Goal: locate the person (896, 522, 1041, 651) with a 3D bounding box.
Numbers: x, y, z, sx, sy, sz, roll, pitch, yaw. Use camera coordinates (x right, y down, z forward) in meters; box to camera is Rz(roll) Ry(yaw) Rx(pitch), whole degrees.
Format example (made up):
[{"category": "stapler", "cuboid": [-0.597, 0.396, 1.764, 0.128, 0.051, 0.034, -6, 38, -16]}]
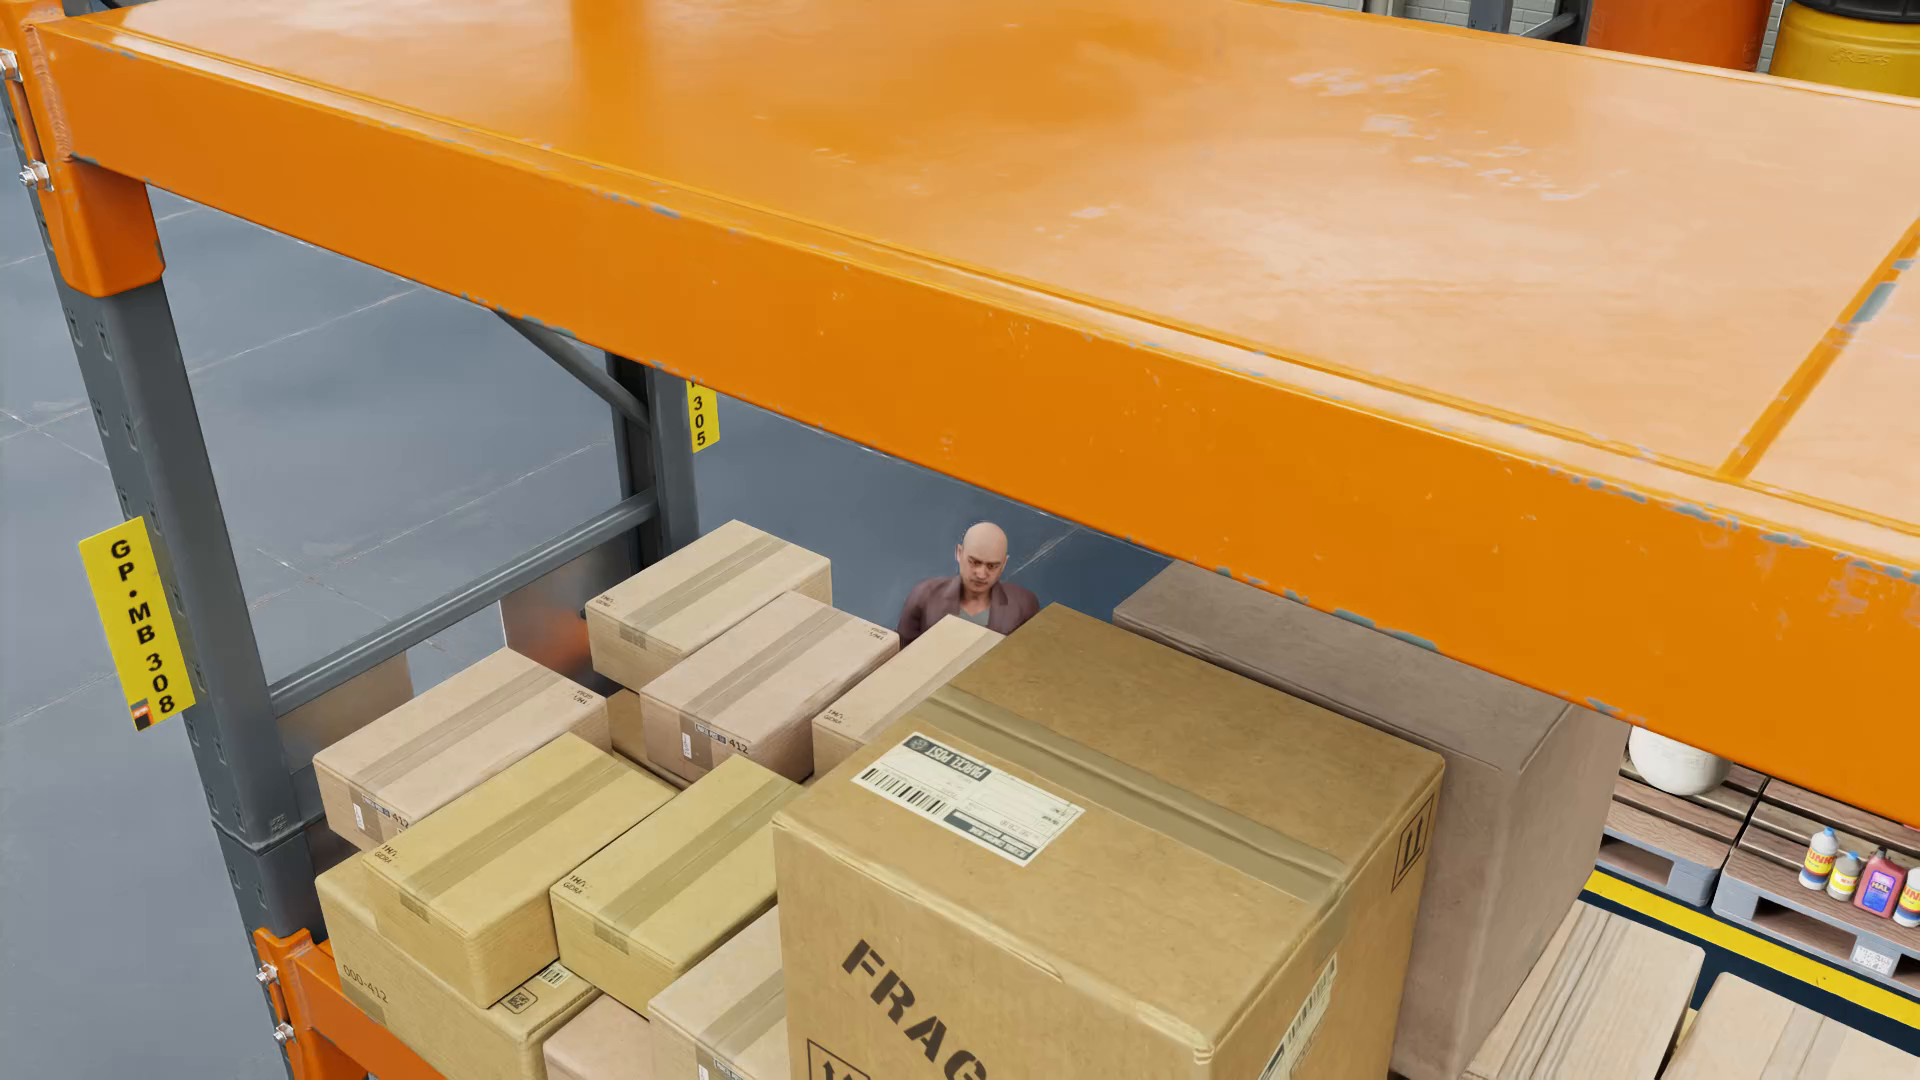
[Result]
[{"category": "person", "cuboid": [0.028, 0.795, 6.362, 0.647, 1.705, 0.961, 2, 31, 4]}]
